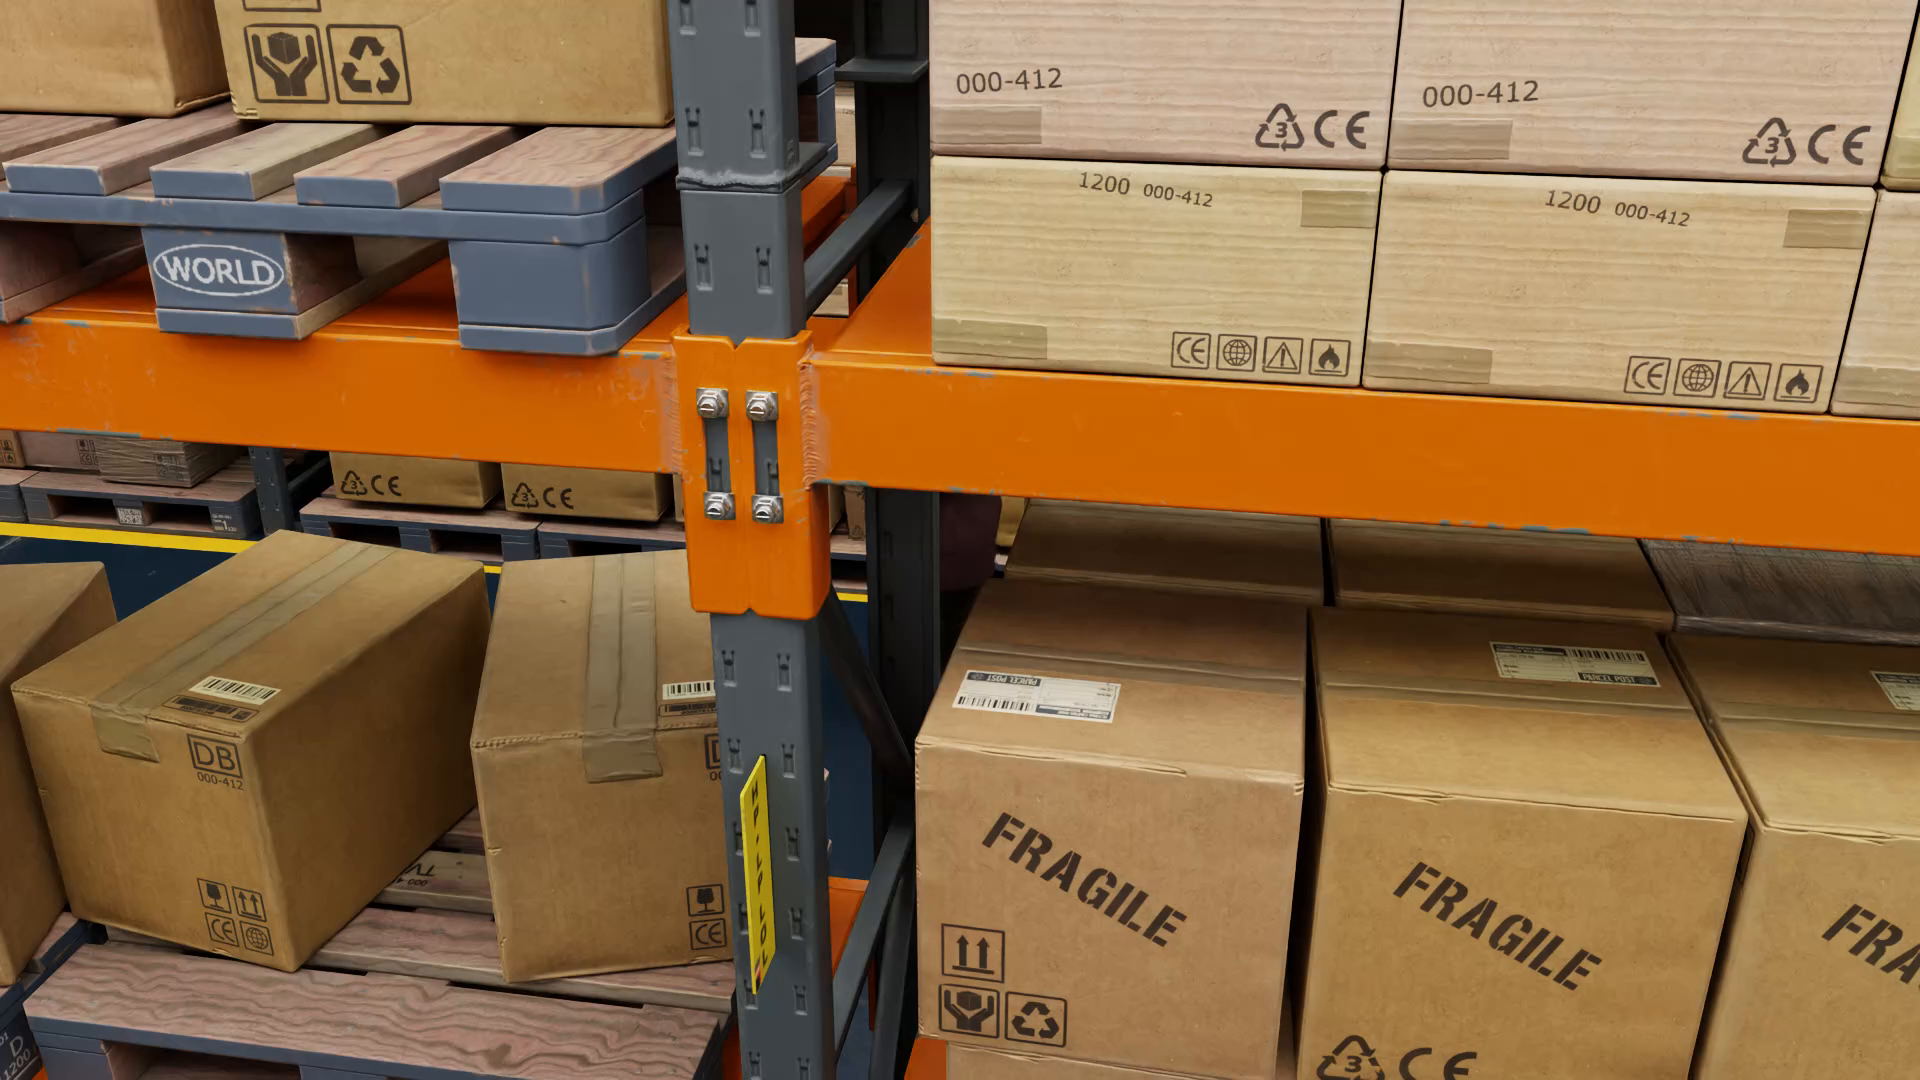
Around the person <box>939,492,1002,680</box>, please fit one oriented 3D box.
[{"bbox_3d":[-0.070,-0.100,6.336,0.529,1.780,0.557,4,25,9],"label":"person"}]
